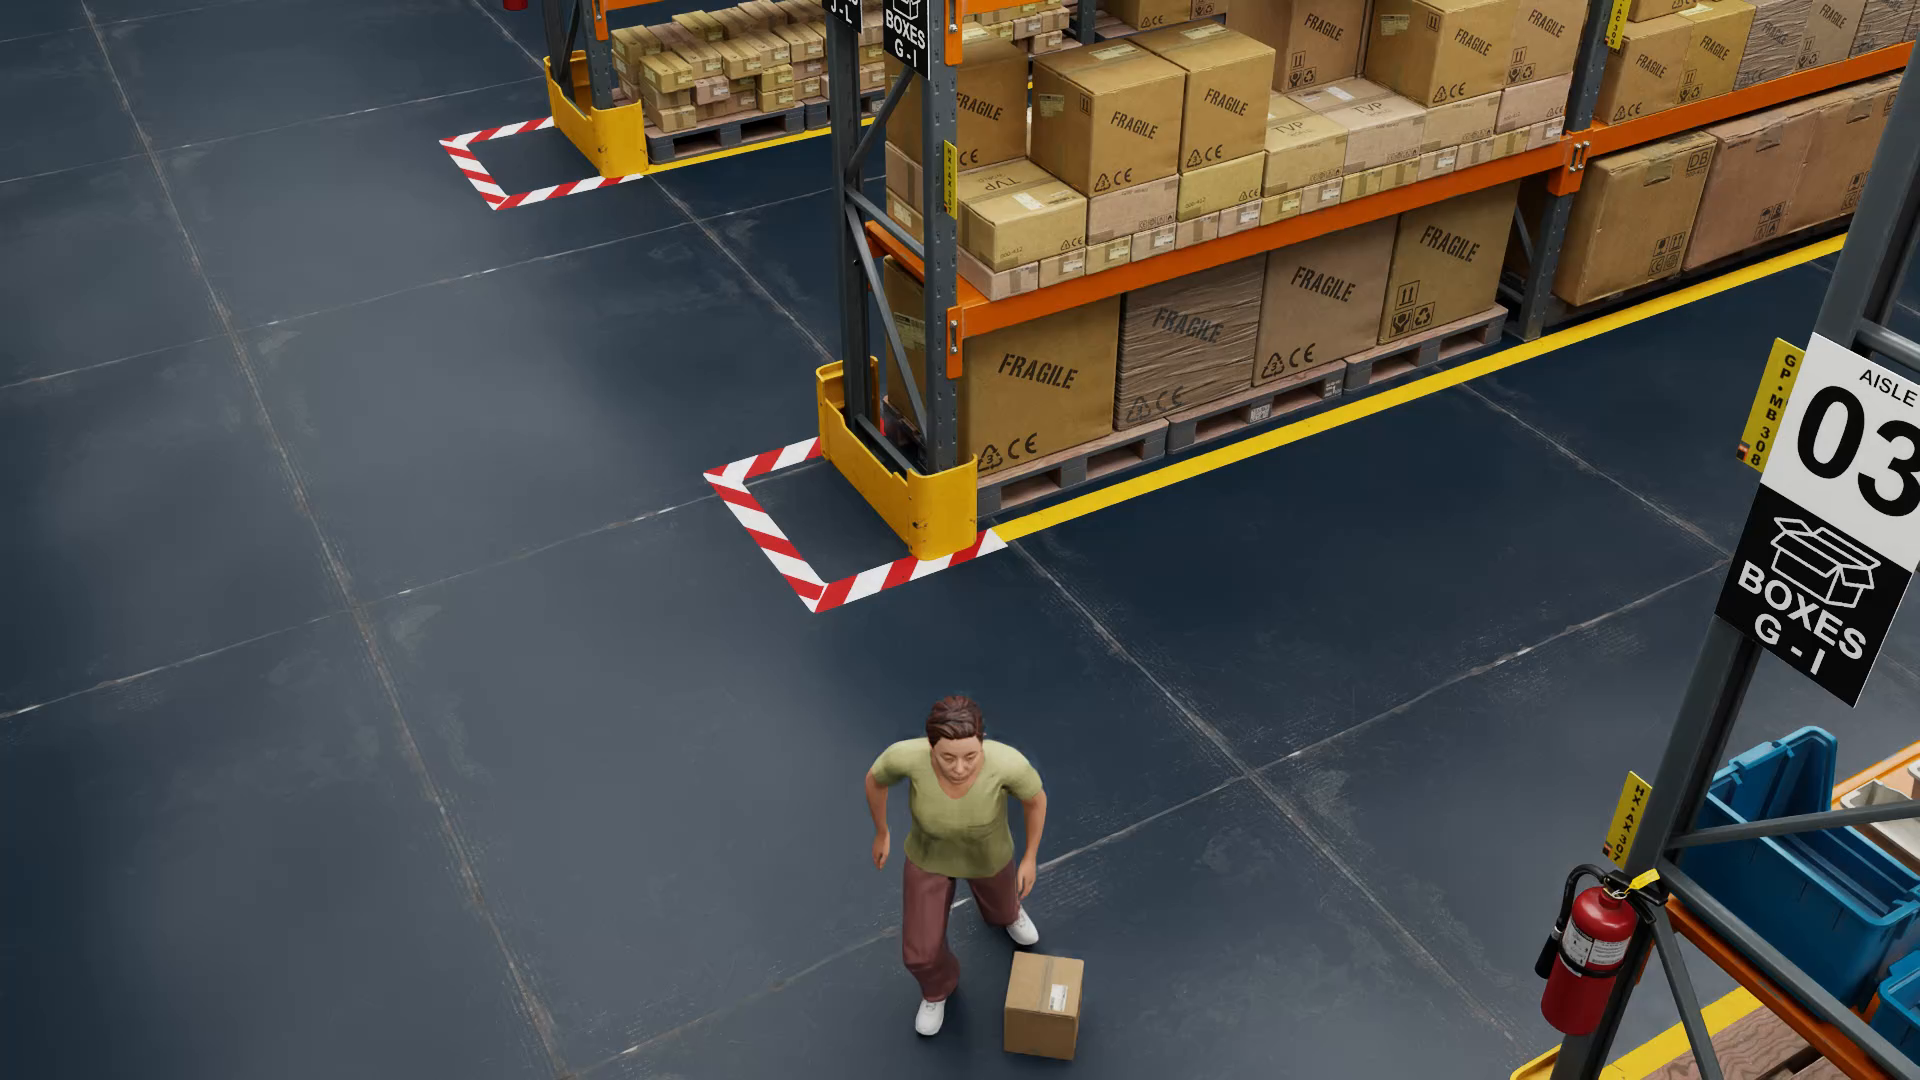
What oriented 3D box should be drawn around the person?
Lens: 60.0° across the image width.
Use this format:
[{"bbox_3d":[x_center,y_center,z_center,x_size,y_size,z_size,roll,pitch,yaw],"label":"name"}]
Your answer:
[{"bbox_3d":[-0.008,0.990,5.673,0.607,1.604,0.745,0,37,0],"label":"person"}]
